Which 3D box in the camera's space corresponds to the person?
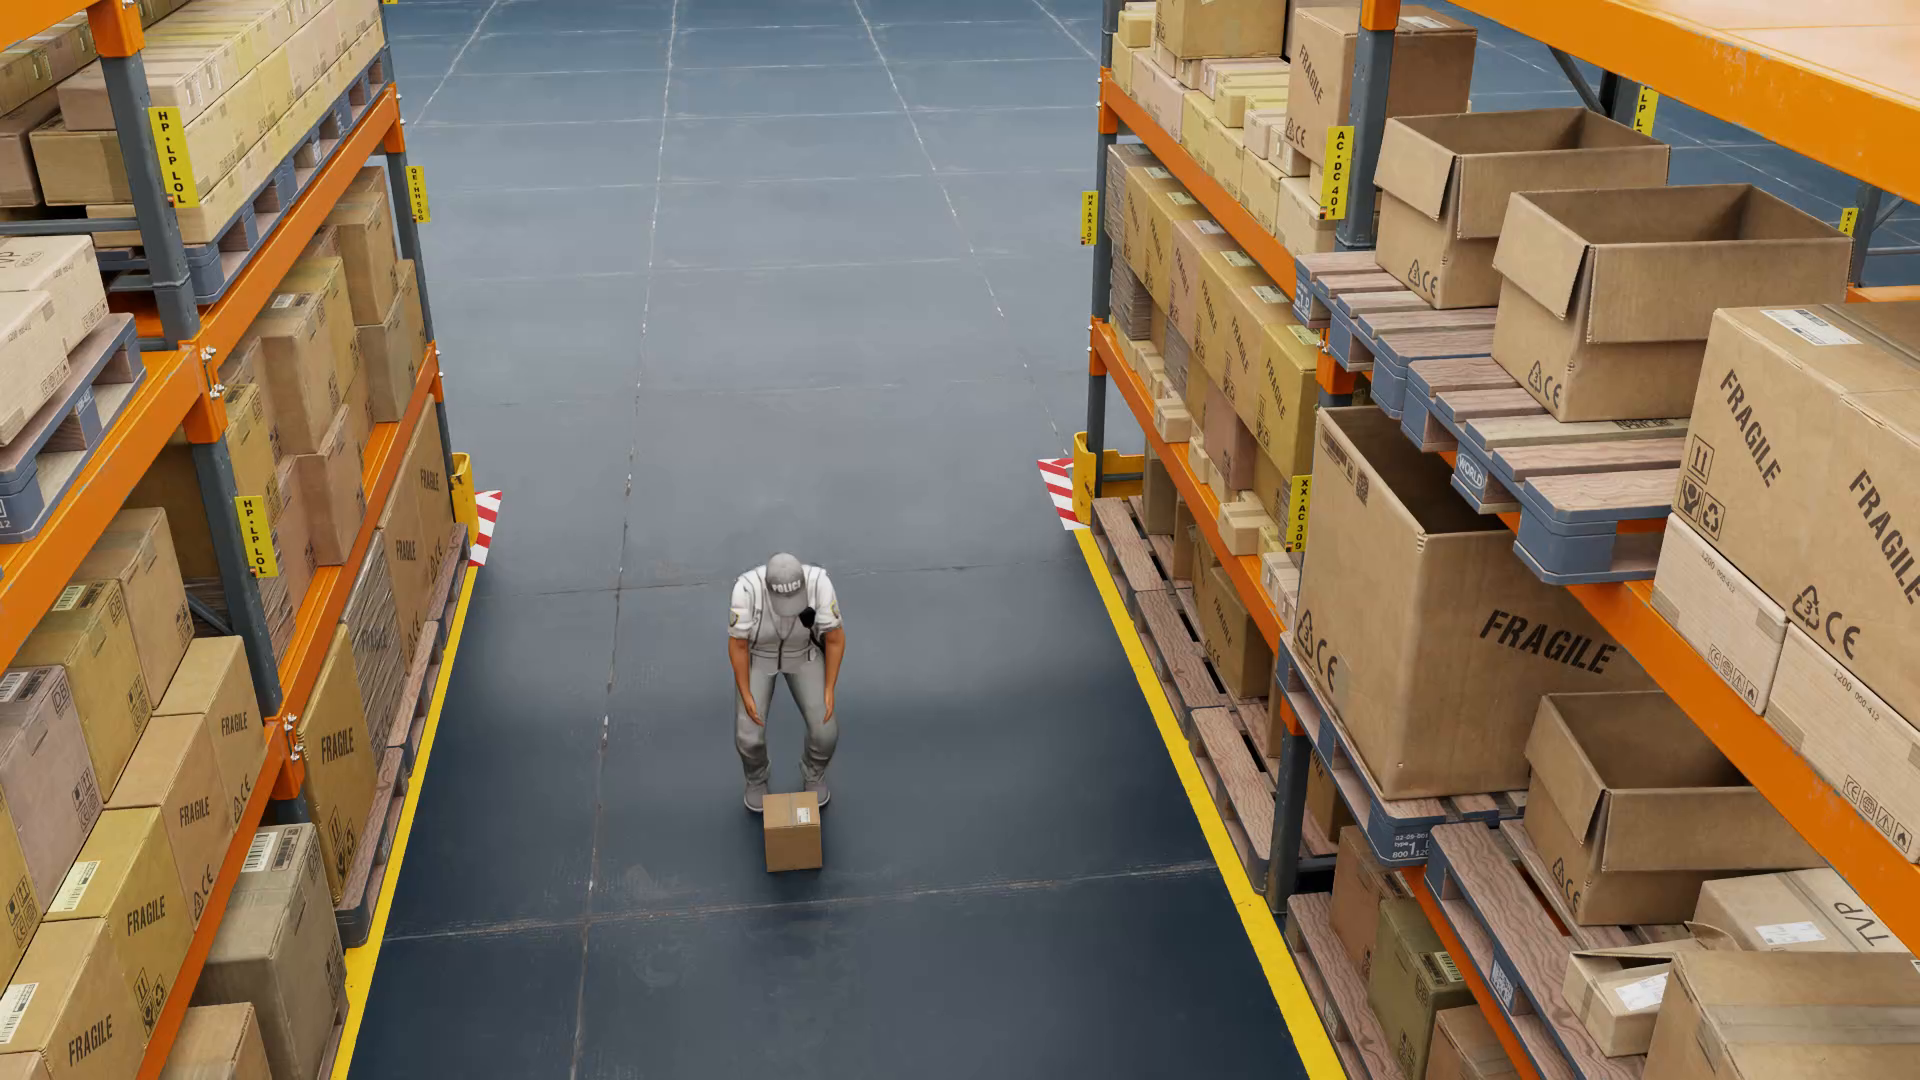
[{"bbox_3d":[-0.798,0.610,7.730,0.532,1.407,0.640,-3,28,-7],"label":"person"}]
